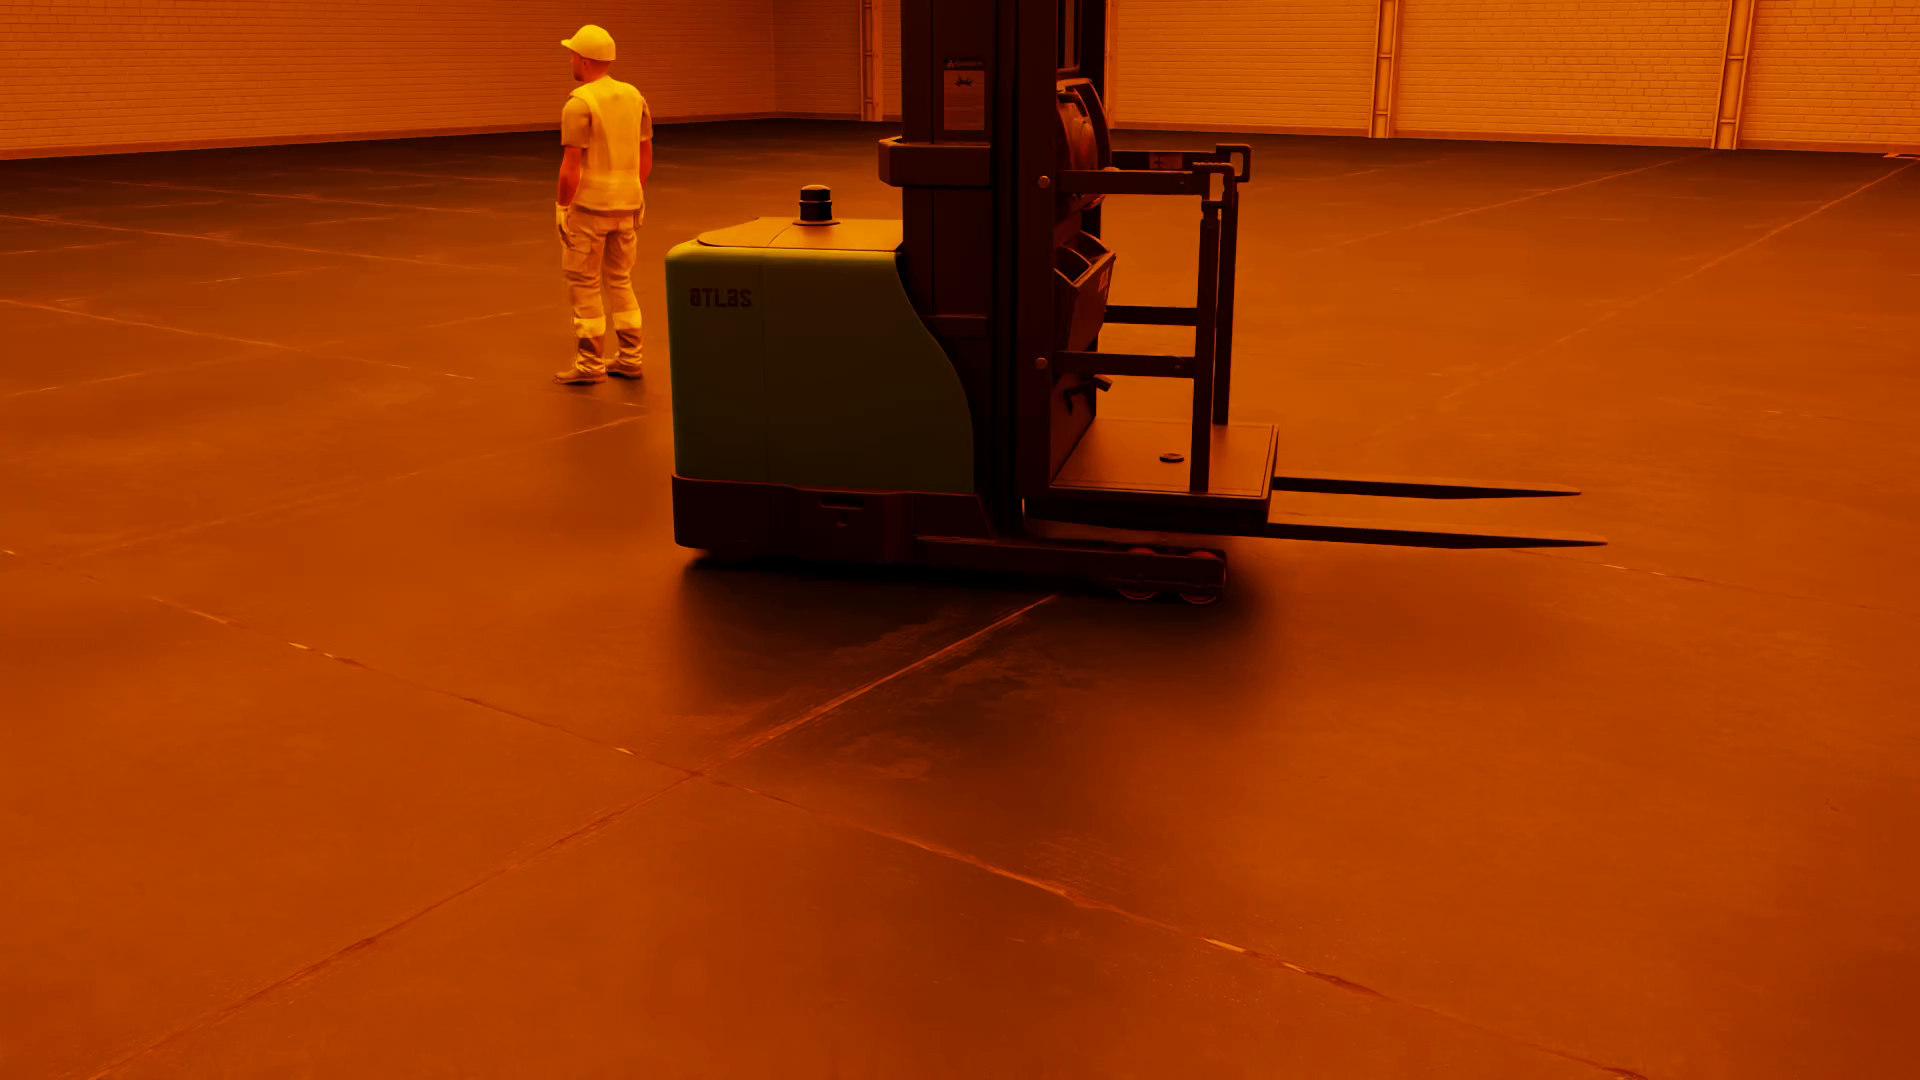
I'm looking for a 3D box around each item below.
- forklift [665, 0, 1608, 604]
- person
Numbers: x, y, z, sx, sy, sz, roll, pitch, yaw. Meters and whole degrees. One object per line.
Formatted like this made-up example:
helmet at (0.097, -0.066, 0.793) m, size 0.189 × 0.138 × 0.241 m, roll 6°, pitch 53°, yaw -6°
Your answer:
forklift at (0.595, -1.367, 5.404) m, size 3.031 × 2.935 × 1.130 m, roll 4°, pitch 17°, yaw 12°
person at (-1.857, -1.691, 8.502) m, size 0.478 × 1.802 × 0.633 m, roll 11°, pitch 20°, yaw 33°
